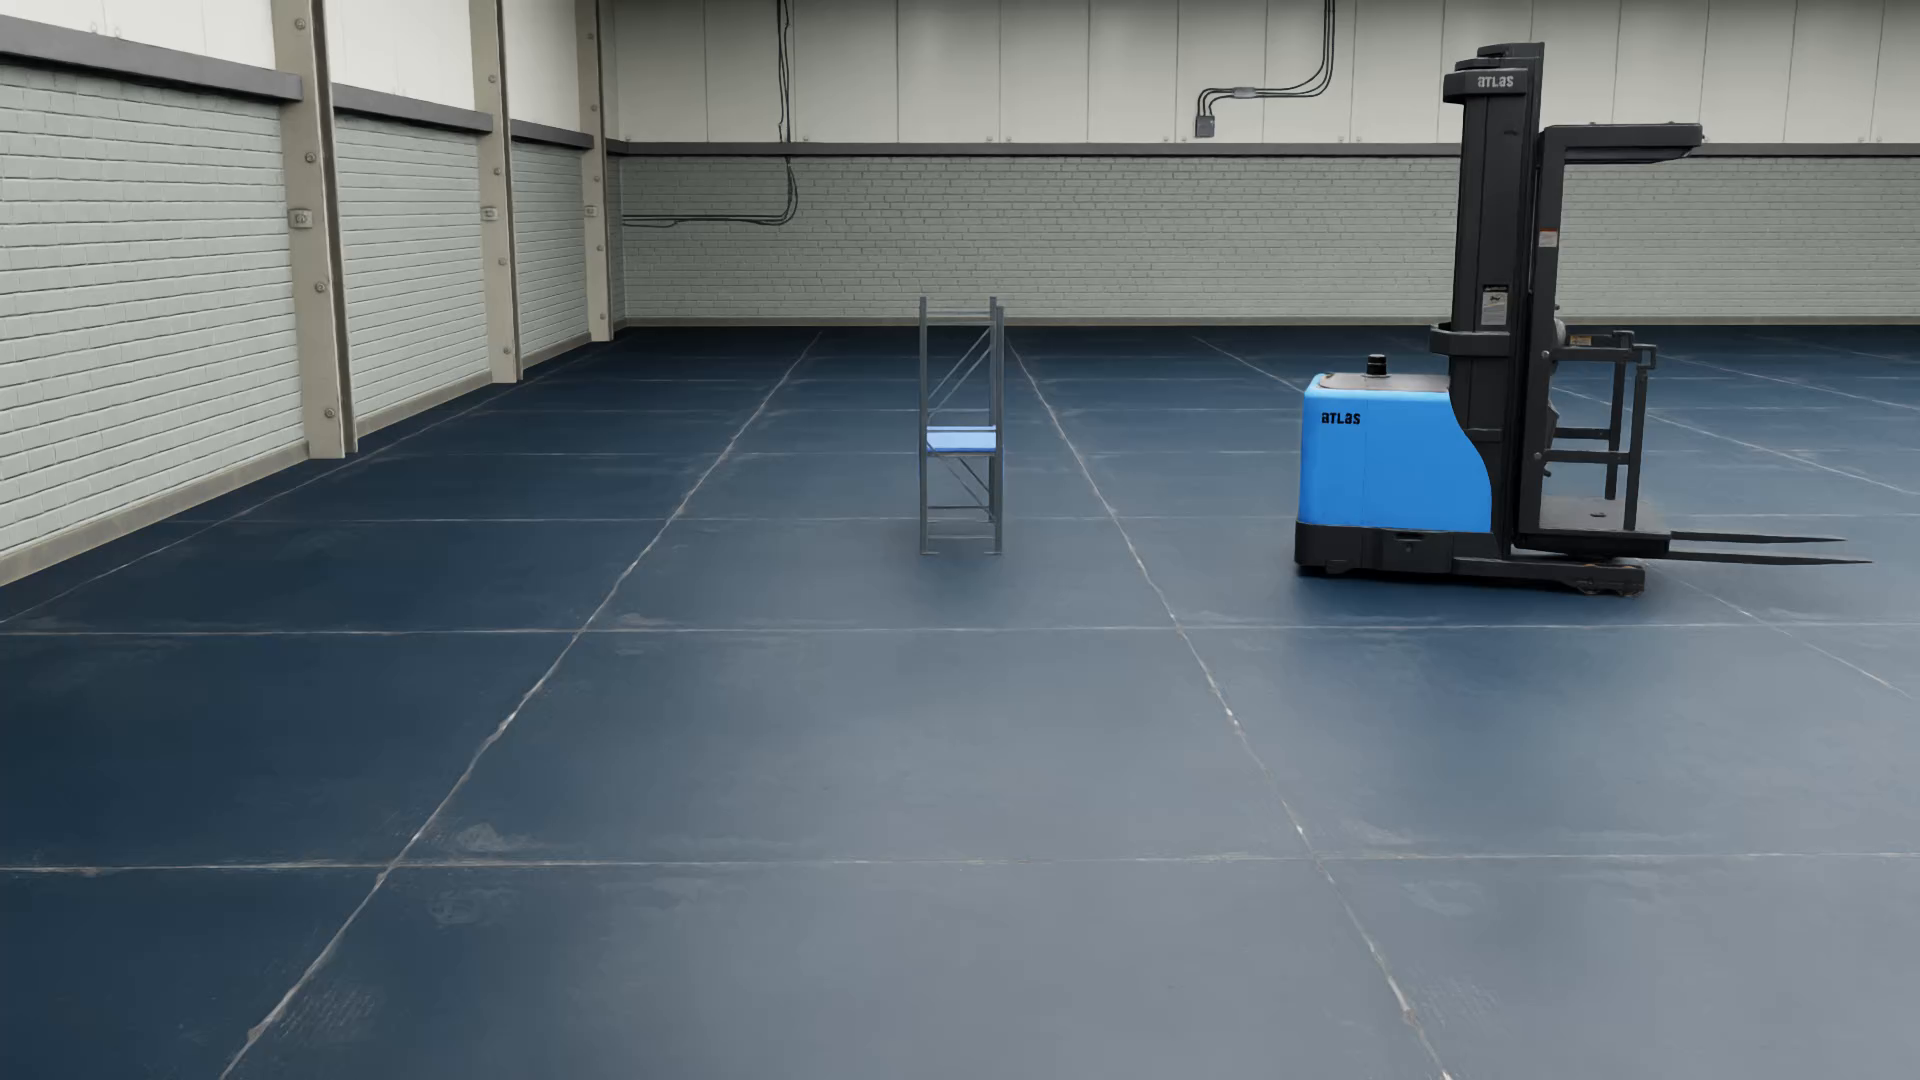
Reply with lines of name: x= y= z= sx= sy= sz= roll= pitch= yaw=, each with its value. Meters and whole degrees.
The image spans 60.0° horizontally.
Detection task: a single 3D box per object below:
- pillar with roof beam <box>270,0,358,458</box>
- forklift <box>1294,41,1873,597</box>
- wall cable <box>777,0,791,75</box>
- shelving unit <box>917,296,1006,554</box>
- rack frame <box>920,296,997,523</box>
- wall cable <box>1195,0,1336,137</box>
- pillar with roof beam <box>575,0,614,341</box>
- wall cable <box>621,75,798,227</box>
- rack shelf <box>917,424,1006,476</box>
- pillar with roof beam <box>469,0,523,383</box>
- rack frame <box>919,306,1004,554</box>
pillar with roof beam: x=-1.028 y=-5.151 z=13.317 sx=9.100 sy=9.000 sz=0.400 roll=0 pitch=11 yaw=-1
forklift: x=3.502 y=-1.246 z=9.329 sx=3.031 sy=2.935 sz=1.130 roll=3 pitch=12 yaw=15
wall cable: x=-1.614 y=-9.074 z=27.763 sx=3.097 sy=2.526 sz=0.112 roll=0 pitch=11 yaw=-1
shelving unit: x=-0.002 y=-0.752 z=10.494 sx=0.538 sy=1.500 sz=1.048 roll=0 pitch=11 yaw=-1
rack frame: x=-0.012 y=-0.853 z=10.992 sx=0.500 sy=1.500 sz=0.032 roll=0 pitch=11 yaw=-1
wall cable: x=5.173 y=-9.813 z=27.740 sx=2.305 sy=6.003 sz=0.169 roll=0 pitch=11 yaw=-1
pillar with roof beam: x=-1.276 y=-7.537 z=25.075 sx=9.100 sy=9.000 sz=0.400 roll=0 pitch=11 yaw=-1
wall cable: x=-4.319 y=-6.588 z=28.210 sx=3.097 sy=2.526 sz=0.112 roll=0 pitch=11 yaw=-1
rack shelf: x=-0.002 y=-0.576 z=10.529 sx=0.538 sy=0.185 sz=1.000 roll=0 pitch=11 yaw=-1
pillar with roof beam: x=-1.152 y=-6.344 z=19.196 sx=9.100 sy=9.000 sz=0.400 roll=0 pitch=11 yaw=-1
rack frame: x=0.009 y=-0.651 z=9.995 sx=0.500 sy=1.500 sz=0.032 roll=0 pitch=11 yaw=-1
